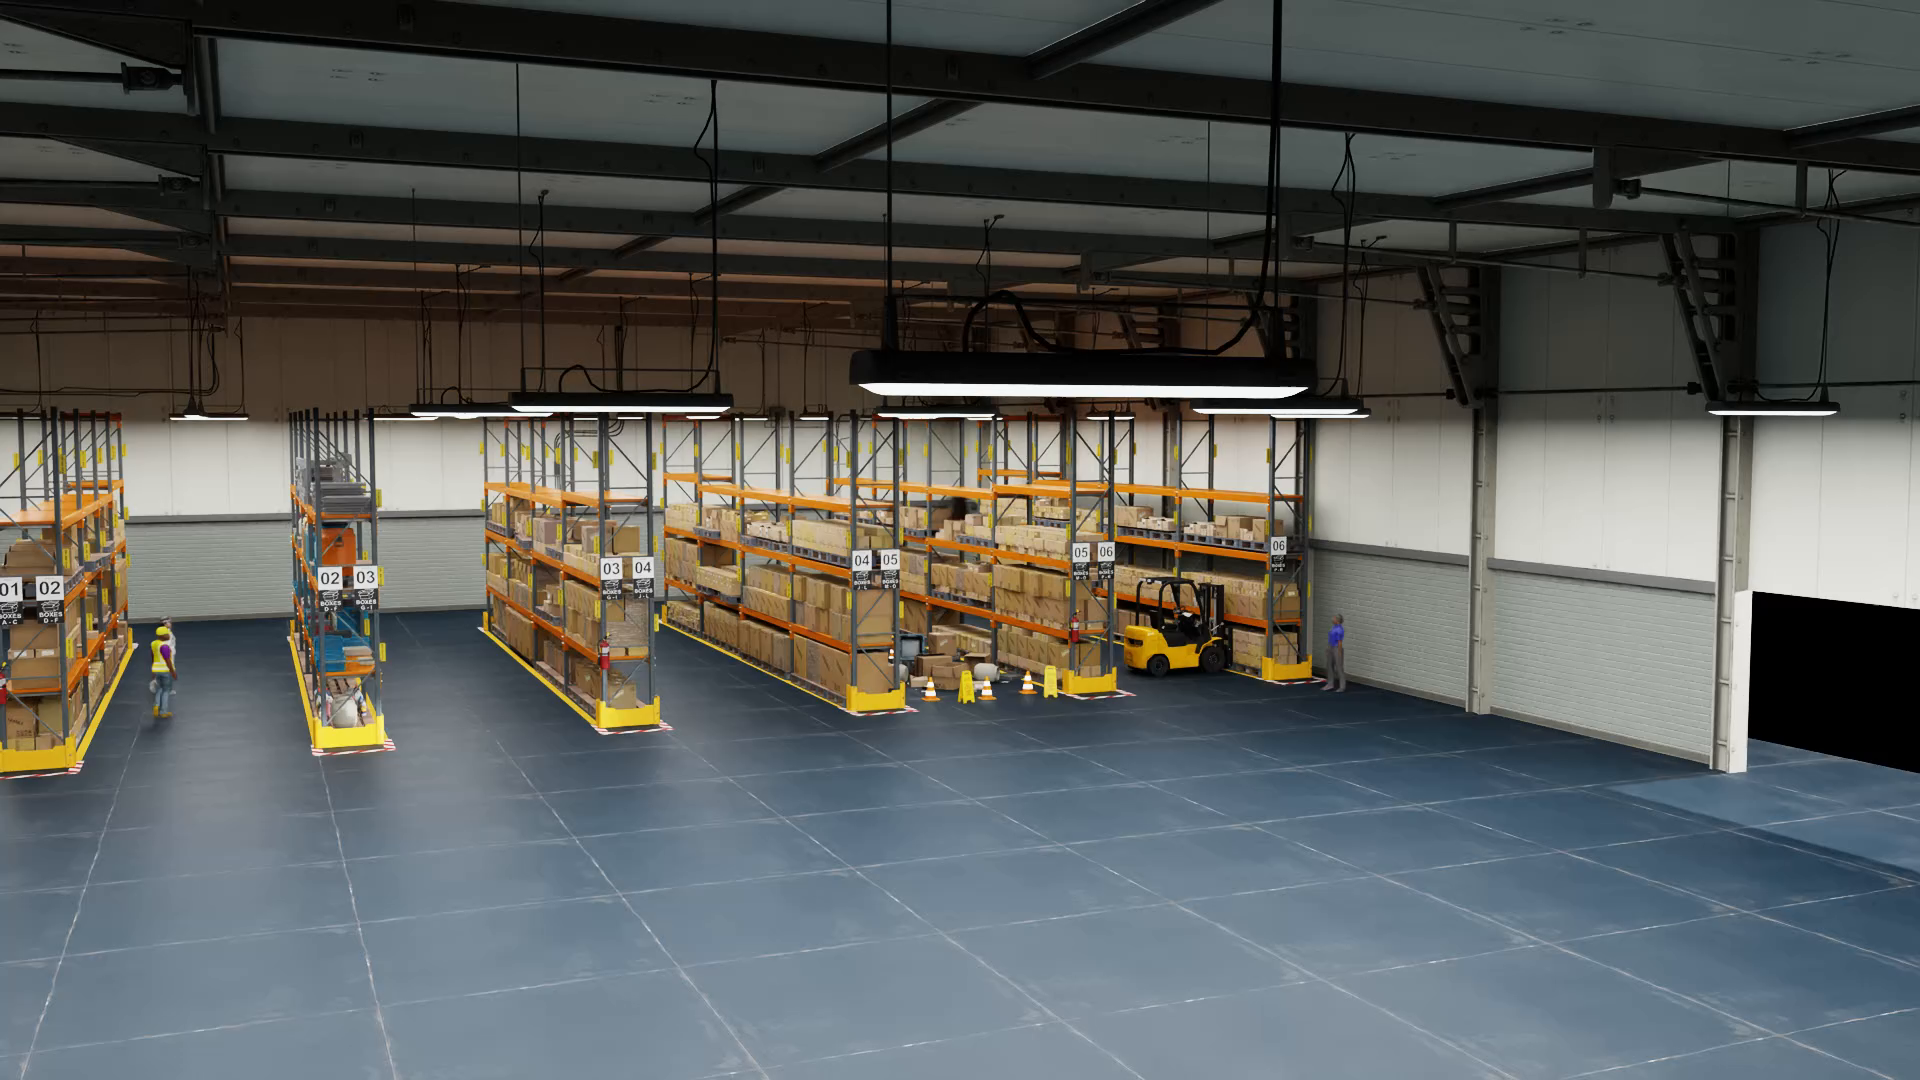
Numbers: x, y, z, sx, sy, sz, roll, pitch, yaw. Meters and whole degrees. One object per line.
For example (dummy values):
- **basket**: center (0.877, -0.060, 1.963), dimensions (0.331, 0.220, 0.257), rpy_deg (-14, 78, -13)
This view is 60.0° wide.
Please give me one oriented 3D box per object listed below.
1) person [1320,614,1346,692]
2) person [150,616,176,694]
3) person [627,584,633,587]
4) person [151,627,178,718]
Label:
- **person**: center (7.992, 2.426, 35.537), dimensions (0.410, 1.630, 0.633), rpy_deg (-1, 4, -16)
- **person**: center (-16.712, 2.430, 34.935), dimensions (0.477, 1.674, 0.533), rpy_deg (2, 5, 31)
- **person**: center (-9.504, 1.572, 47.245), dimensions (0.569, 1.675, 0.448), rpy_deg (-1, 4, -8)
- **person**: center (-15.478, 2.565, 32.333), dimensions (0.579, 1.776, 0.466), rpy_deg (1, 4, 11)
